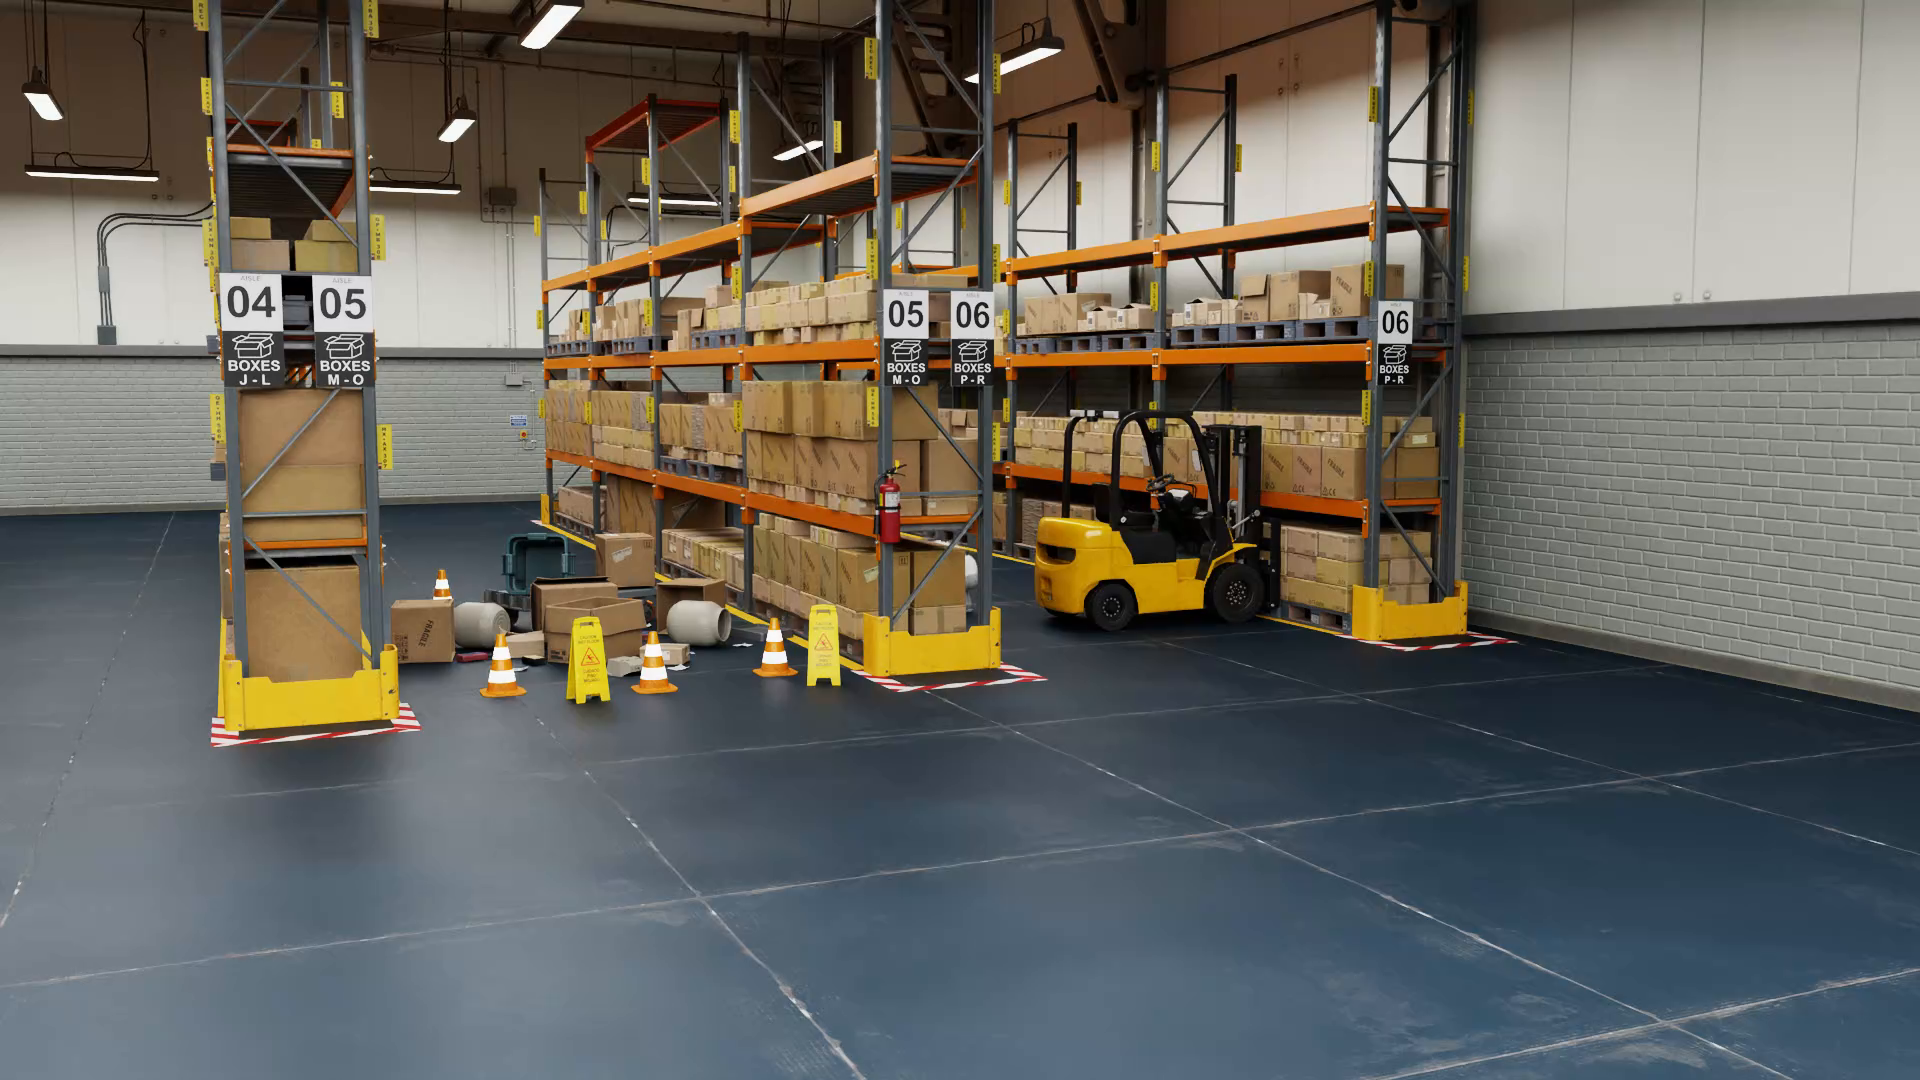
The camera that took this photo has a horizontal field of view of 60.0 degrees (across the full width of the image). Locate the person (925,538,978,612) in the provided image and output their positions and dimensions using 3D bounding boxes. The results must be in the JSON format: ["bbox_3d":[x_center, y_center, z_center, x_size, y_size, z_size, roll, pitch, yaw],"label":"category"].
[{"bbox_3d":[-0.143,0.416,17.772,0.504,0.822,0.898,-3,6,-26],"label":"person"}]
